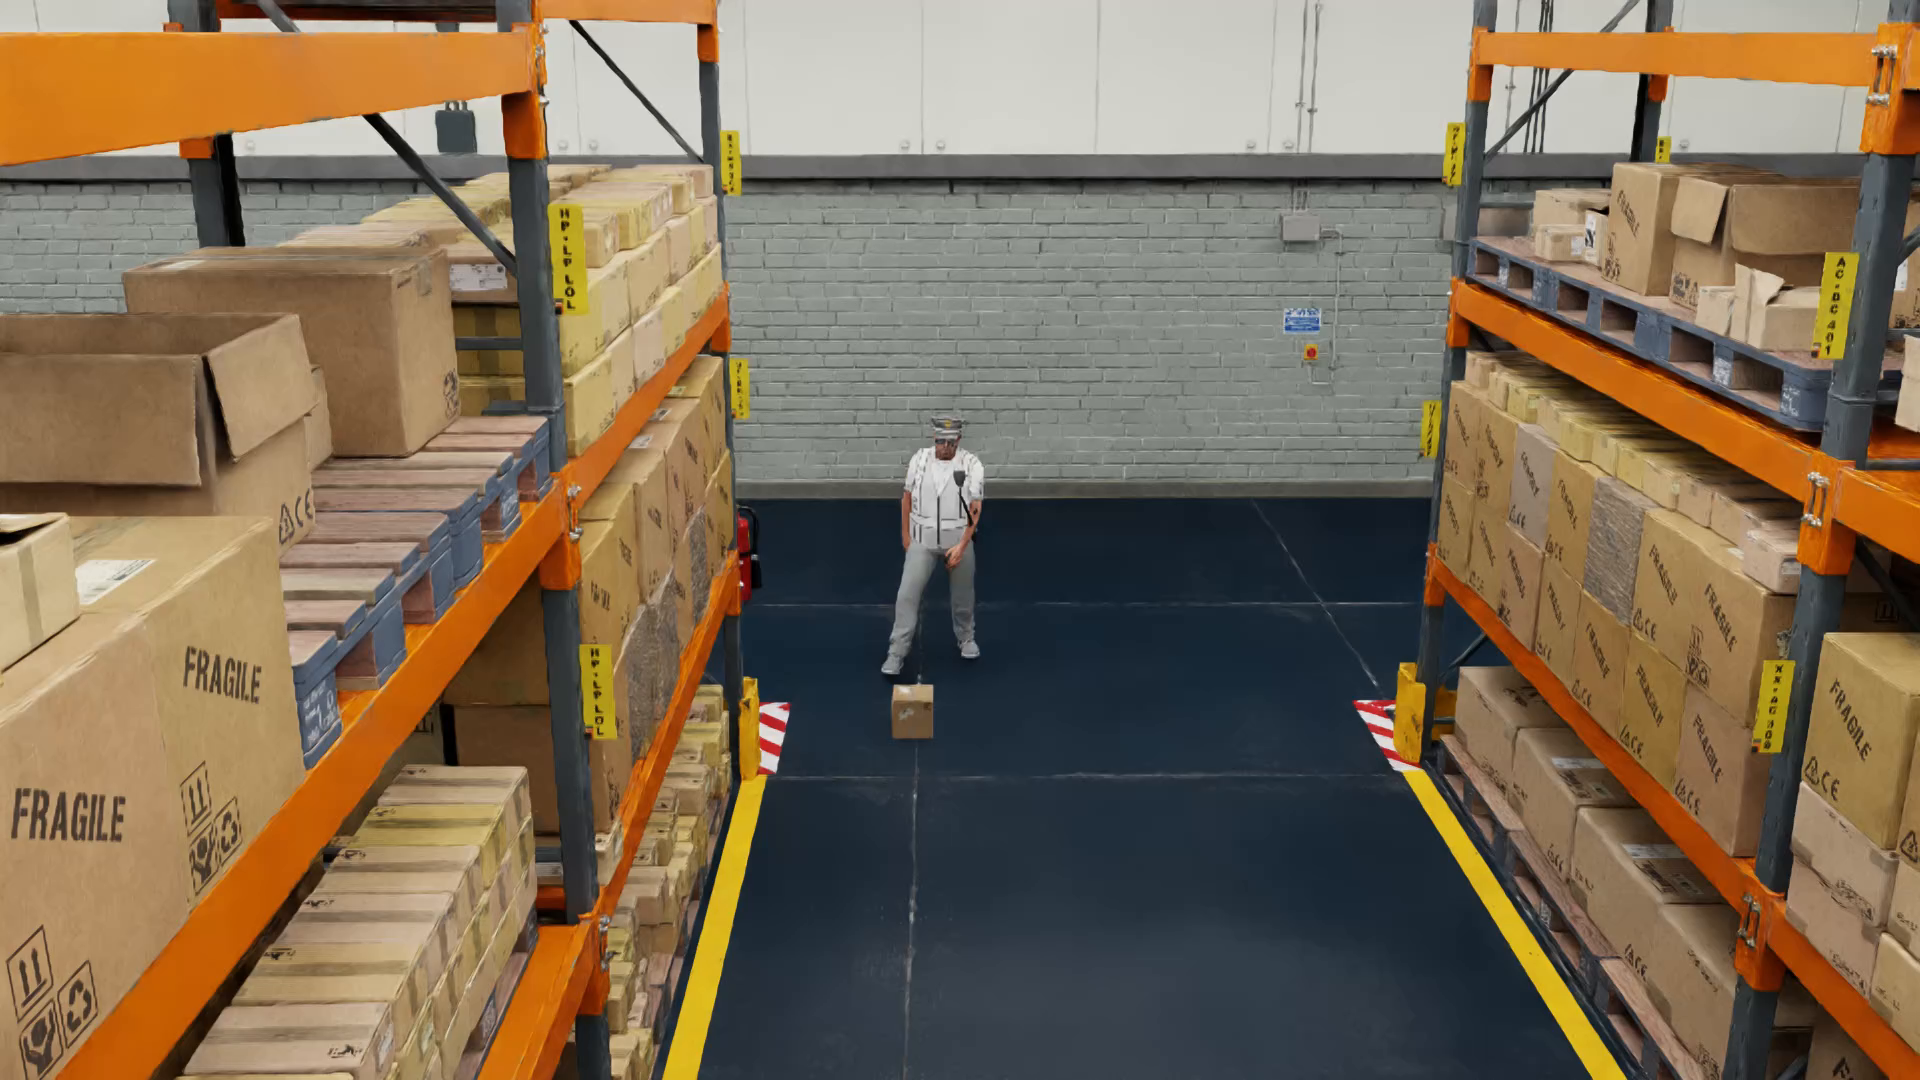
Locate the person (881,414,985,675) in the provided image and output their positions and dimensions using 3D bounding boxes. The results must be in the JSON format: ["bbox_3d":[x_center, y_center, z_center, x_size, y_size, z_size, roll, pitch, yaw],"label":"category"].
[{"bbox_3d":[-0.171,0.010,10.984,0.660,1.713,0.749,1,17,5],"label":"person"}]
